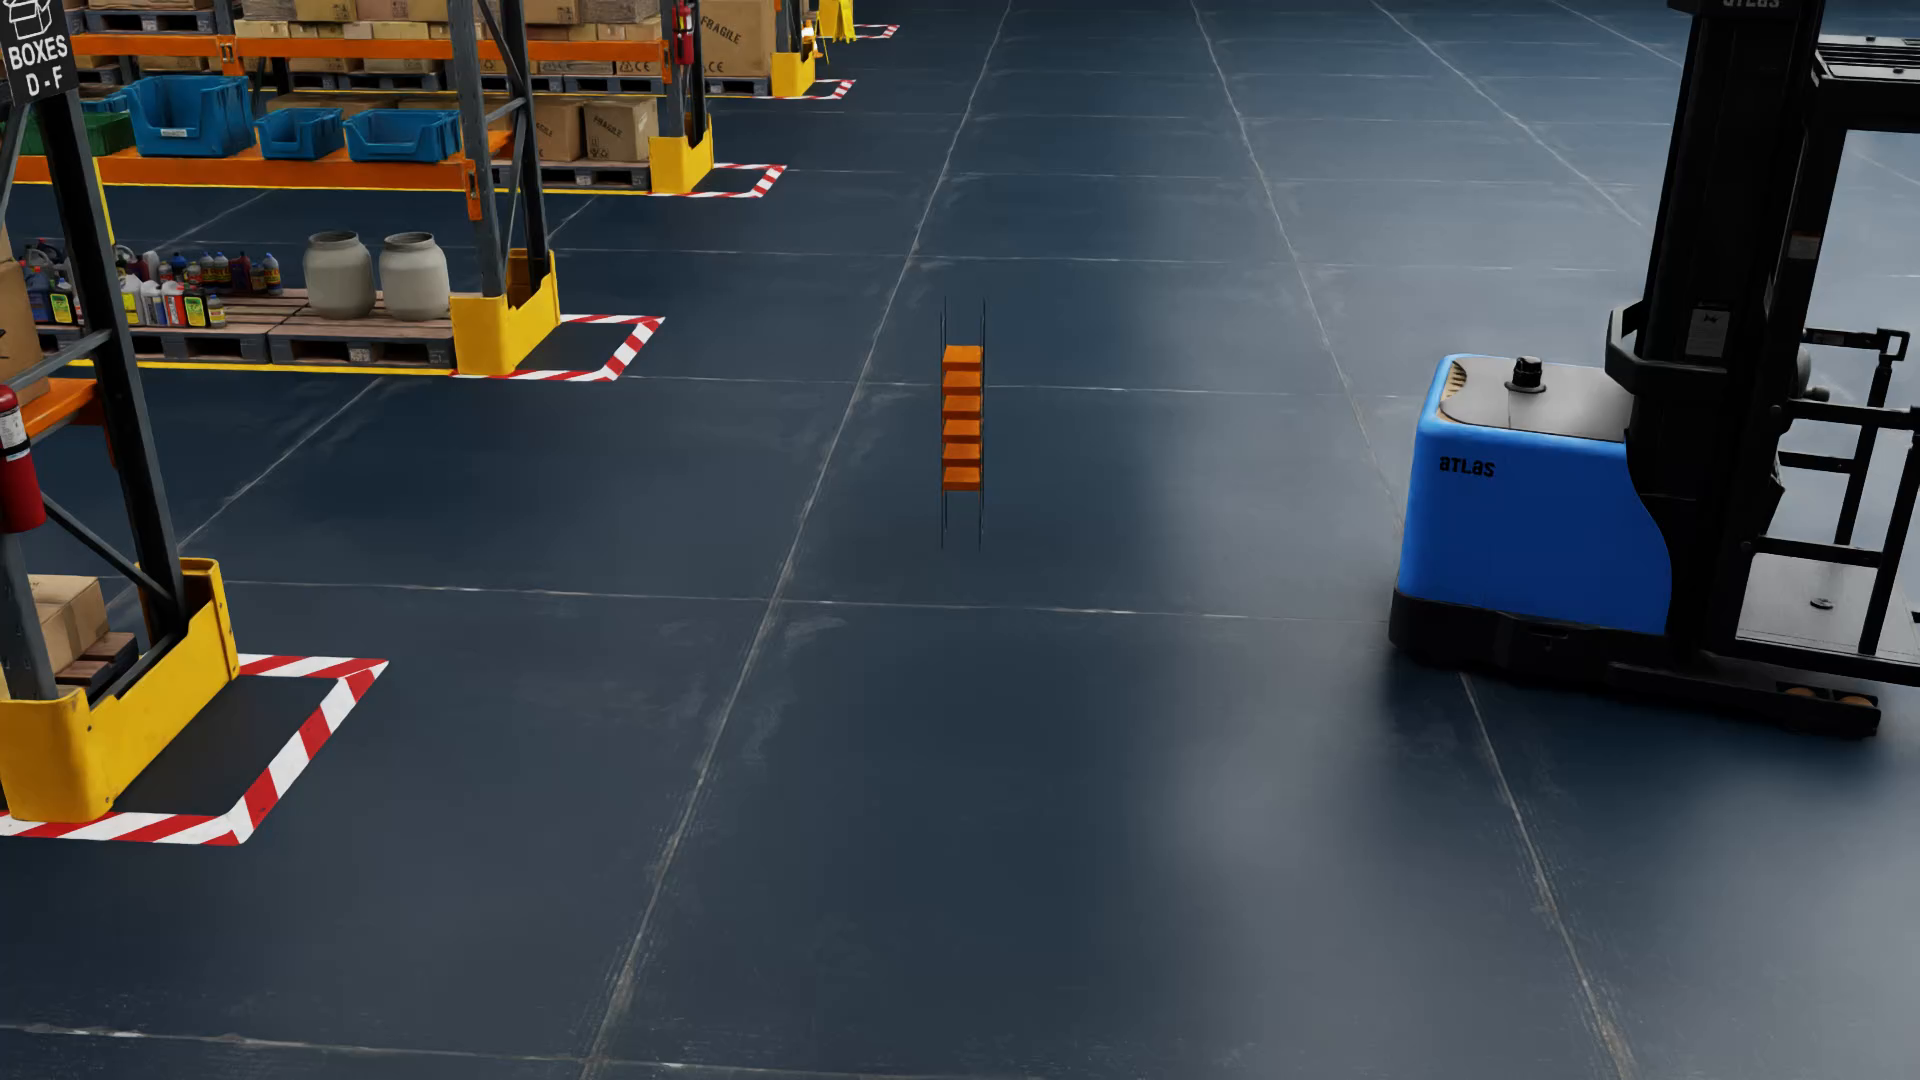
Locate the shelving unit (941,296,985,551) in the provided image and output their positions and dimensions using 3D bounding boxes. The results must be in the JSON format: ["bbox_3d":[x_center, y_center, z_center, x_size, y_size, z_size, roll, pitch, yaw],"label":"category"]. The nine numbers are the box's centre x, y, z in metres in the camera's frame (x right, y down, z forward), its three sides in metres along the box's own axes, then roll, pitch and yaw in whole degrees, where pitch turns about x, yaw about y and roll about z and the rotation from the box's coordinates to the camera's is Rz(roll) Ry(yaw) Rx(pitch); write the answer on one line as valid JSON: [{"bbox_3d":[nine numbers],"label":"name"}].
[{"bbox_3d":[0.014,-0.545,7.937,0.189,1.200,0.258,2,25,4],"label":"shelving unit"}]

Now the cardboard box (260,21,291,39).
[{"bbox_3d":[-6.045,-4.589,14.874,0.250,0.149,0.380,2,25,4],"label":"cardboard box"}]

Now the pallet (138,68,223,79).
[{"bbox_3d":[-9.212,-5.717,20.361,1.213,0.211,1.003,2,25,4],"label":"pallet"}]

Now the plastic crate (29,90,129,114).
[{"bbox_3d":[-5.739,-2.795,10.852,0.616,0.251,0.499,2,25,4],"label":"plastic crate"}]

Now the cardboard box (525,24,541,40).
[{"bbox_3d":[-3.793,-4.564,14.820,0.250,0.149,0.380,2,25,4],"label":"cardboard box"}]

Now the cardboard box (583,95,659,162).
[{"bbox_3d":[-3.117,-3.803,15.353,0.500,0.500,0.500,6,25,14],"label":"cardboard box"}]

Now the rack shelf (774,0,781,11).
[{"bbox_3d":[-4.010,-6.522,19.635,4.000,0.370,1.077,2,25,4],"label":"rack shelf"}]

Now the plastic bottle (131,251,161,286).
[{"bbox_3d":[-5.524,-1.823,11.295,0.135,0.276,0.152,2,25,5],"label":"plastic bottle"}]

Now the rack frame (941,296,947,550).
[{"bbox_3d":[-0.077,-0.548,7.944,0.006,1.200,0.240,2,25,4],"label":"rack frame"}]

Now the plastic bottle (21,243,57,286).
[{"bbox_3d":[-6.210,-1.820,11.199,0.185,0.351,0.144,2,25,4],"label":"plastic bottle"}]

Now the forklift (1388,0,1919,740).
[{"bbox_3d":[3.403,-0.803,6.427,3.031,2.935,1.130,9,26,18],"label":"forklift"}]

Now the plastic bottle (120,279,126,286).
[{"bbox_3d":[-5.492,-1.591,10.790,0.135,0.276,0.152,2,25,4],"label":"plastic bottle"}]

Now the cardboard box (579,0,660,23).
[{"bbox_3d":[-3.042,-4.930,14.840,0.500,0.500,0.875,2,25,4],"label":"cardboard box"}]

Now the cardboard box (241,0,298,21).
[{"bbox_3d":[-6.040,-4.989,14.967,0.500,0.500,0.875,2,25,4],"label":"cardboard box"}]

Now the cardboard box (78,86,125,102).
[{"bbox_3d":[-8.127,-3.982,15.719,0.500,0.500,0.700,0,25,-1],"label":"cardboard box"}]

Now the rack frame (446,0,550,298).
[{"bbox_3d":[-2.875,-2.656,10.373,0.127,3.000,1.000,2,25,4],"label":"rack frame"}]

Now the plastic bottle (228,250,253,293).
[{"bbox_3d":[-4.883,-1.825,11.290,0.133,0.283,0.061,2,25,5],"label":"plastic bottle"}]

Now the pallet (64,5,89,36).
[{"bbox_3d":[-8.496,-4.843,15.356,1.213,0.211,1.003,2,25,4],"label":"pallet"}]

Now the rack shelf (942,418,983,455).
[{"bbox_3d":[0.014,-0.504,7.956,0.180,0.103,0.258,2,25,4],"label":"rack shelf"}]

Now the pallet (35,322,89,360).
[{"bbox_3d":[-6.197,-1.479,11.150,1.213,0.211,1.003,2,25,4],"label":"pallet"}]

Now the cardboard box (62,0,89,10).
[{"bbox_3d":[-8.220,-5.103,15.065,0.637,0.503,0.797,4,25,9],"label":"cardboard box"}]

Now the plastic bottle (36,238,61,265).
[{"bbox_3d":[-6.199,-1.880,11.330,0.185,0.351,0.144,1,25,3],"label":"plastic bottle"}]

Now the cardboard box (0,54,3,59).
[{"bbox_3d":[-11.714,-6.036,20.207,0.500,0.500,0.500,1,25,2],"label":"cardboard box"}]

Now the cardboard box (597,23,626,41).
[{"bbox_3d":[-3.045,-4.538,14.763,0.250,0.149,0.380,2,25,4],"label":"cardboard box"}]

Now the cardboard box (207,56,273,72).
[{"bbox_3d":[-8.520,-6.126,20.103,0.750,0.750,1.050,2,25,5],"label":"cardboard box"}]

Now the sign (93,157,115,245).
[{"bbox_3d":[-3.210,-1.252,6.192,0.005,0.325,0.100,2,25,4],"label":"sign"}]

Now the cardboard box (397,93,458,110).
[{"bbox_3d":[-4.892,-3.872,15.504,0.500,0.500,0.500,0,25,-1],"label":"cardboard box"}]

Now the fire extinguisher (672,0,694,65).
[{"bbox_3d":[-2.417,-4.490,14.450,0.183,0.674,0.296,2,25,4],"label":"fire extinguisher"}]

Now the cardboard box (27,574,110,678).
[{"bbox_3d":[-3.776,0.356,6.613,0.500,0.250,0.500,2,25,4],"label":"cardboard box"}]

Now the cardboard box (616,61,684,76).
[{"bbox_3d":[-3.574,-6.032,19.748,0.875,0.875,0.875,1,25,3],"label":"cardboard box"}]

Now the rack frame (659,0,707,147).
[{"bbox_3d":[-2.496,-4.721,14.860,0.127,3.000,1.000,2,25,4],"label":"rack frame"}]

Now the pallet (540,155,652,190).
[{"bbox_3d":[-3.379,-3.497,15.536,1.213,0.211,1.003,2,25,4],"label":"pallet"}]

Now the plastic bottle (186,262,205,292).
[{"bbox_3d":[-5.199,-1.790,11.312,0.097,0.201,0.097,0,25,0],"label":"plastic bottle"}]

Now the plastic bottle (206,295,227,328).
[{"bbox_3d":[-4.740,-1.461,10.597,0.097,0.201,0.097,0,25,0],"label":"plastic bottle"}]

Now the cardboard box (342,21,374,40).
[{"bbox_3d":[-5.297,-4.563,14.818,0.250,0.149,0.380,2,25,4],"label":"cardboard box"}]

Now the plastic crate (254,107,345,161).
[{"bbox_3d":[-4.044,-2.503,10.219,0.408,0.251,0.499,2,25,4],"label":"plastic crate"}]

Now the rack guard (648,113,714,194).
[{"bbox_3d":[-2.572,-3.588,15.387,0.348,0.500,1.175,2,25,4],"label":"rack guard"}]

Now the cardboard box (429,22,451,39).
[{"bbox_3d":[-4.544,-4.571,14.835,0.250,0.149,0.380,2,25,4],"label":"cardboard box"}]

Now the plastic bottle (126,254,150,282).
[{"bbox_3d":[-5.532,-1.782,11.197,0.133,0.283,0.061,2,25,4],"label":"plastic bottle"}]

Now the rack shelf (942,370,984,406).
[{"bbox_3d":[0.014,-0.722,7.855,0.180,0.103,0.258,2,25,4],"label":"rack shelf"}]

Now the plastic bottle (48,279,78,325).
[{"bbox_3d":[-5.741,-1.523,10.633,0.133,0.283,0.061,3,25,6],"label":"plastic bottle"}]

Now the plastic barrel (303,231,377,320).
[{"bbox_3d":[-4.037,-1.722,10.817,0.421,0.512,0.421,0,25,0],"label":"plastic barrel"}]

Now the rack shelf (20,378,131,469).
[{"bbox_3d":[-5.252,-0.329,6.177,4.000,0.370,1.077,2,25,4],"label":"rack shelf"}]

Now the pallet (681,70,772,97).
[{"bbox_3d":[-2.819,-5.511,19.913,1.213,0.211,1.003,2,25,4],"label":"pallet"}]

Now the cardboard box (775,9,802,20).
[{"bbox_3d":[-2.588,-7.707,24.137,0.500,0.250,0.500,2,25,4],"label":"cardboard box"}]

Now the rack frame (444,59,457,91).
[{"bbox_3d":[-6.004,-6.913,19.623,0.127,3.000,1.000,2,25,4],"label":"rack frame"}]

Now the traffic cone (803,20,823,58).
[{"bbox_3d":[-2.011,-6.701,22.199,0.334,0.463,0.336,2,25,4],"label":"traffic cone"}]

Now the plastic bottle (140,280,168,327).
[{"bbox_3d":[-5.128,-1.519,10.633,0.135,0.276,0.152,1,25,3],"label":"plastic bottle"}]

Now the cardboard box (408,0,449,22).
[{"bbox_3d":[-4.543,-4.951,14.885,0.500,0.500,0.875,2,25,4],"label":"cardboard box"}]
